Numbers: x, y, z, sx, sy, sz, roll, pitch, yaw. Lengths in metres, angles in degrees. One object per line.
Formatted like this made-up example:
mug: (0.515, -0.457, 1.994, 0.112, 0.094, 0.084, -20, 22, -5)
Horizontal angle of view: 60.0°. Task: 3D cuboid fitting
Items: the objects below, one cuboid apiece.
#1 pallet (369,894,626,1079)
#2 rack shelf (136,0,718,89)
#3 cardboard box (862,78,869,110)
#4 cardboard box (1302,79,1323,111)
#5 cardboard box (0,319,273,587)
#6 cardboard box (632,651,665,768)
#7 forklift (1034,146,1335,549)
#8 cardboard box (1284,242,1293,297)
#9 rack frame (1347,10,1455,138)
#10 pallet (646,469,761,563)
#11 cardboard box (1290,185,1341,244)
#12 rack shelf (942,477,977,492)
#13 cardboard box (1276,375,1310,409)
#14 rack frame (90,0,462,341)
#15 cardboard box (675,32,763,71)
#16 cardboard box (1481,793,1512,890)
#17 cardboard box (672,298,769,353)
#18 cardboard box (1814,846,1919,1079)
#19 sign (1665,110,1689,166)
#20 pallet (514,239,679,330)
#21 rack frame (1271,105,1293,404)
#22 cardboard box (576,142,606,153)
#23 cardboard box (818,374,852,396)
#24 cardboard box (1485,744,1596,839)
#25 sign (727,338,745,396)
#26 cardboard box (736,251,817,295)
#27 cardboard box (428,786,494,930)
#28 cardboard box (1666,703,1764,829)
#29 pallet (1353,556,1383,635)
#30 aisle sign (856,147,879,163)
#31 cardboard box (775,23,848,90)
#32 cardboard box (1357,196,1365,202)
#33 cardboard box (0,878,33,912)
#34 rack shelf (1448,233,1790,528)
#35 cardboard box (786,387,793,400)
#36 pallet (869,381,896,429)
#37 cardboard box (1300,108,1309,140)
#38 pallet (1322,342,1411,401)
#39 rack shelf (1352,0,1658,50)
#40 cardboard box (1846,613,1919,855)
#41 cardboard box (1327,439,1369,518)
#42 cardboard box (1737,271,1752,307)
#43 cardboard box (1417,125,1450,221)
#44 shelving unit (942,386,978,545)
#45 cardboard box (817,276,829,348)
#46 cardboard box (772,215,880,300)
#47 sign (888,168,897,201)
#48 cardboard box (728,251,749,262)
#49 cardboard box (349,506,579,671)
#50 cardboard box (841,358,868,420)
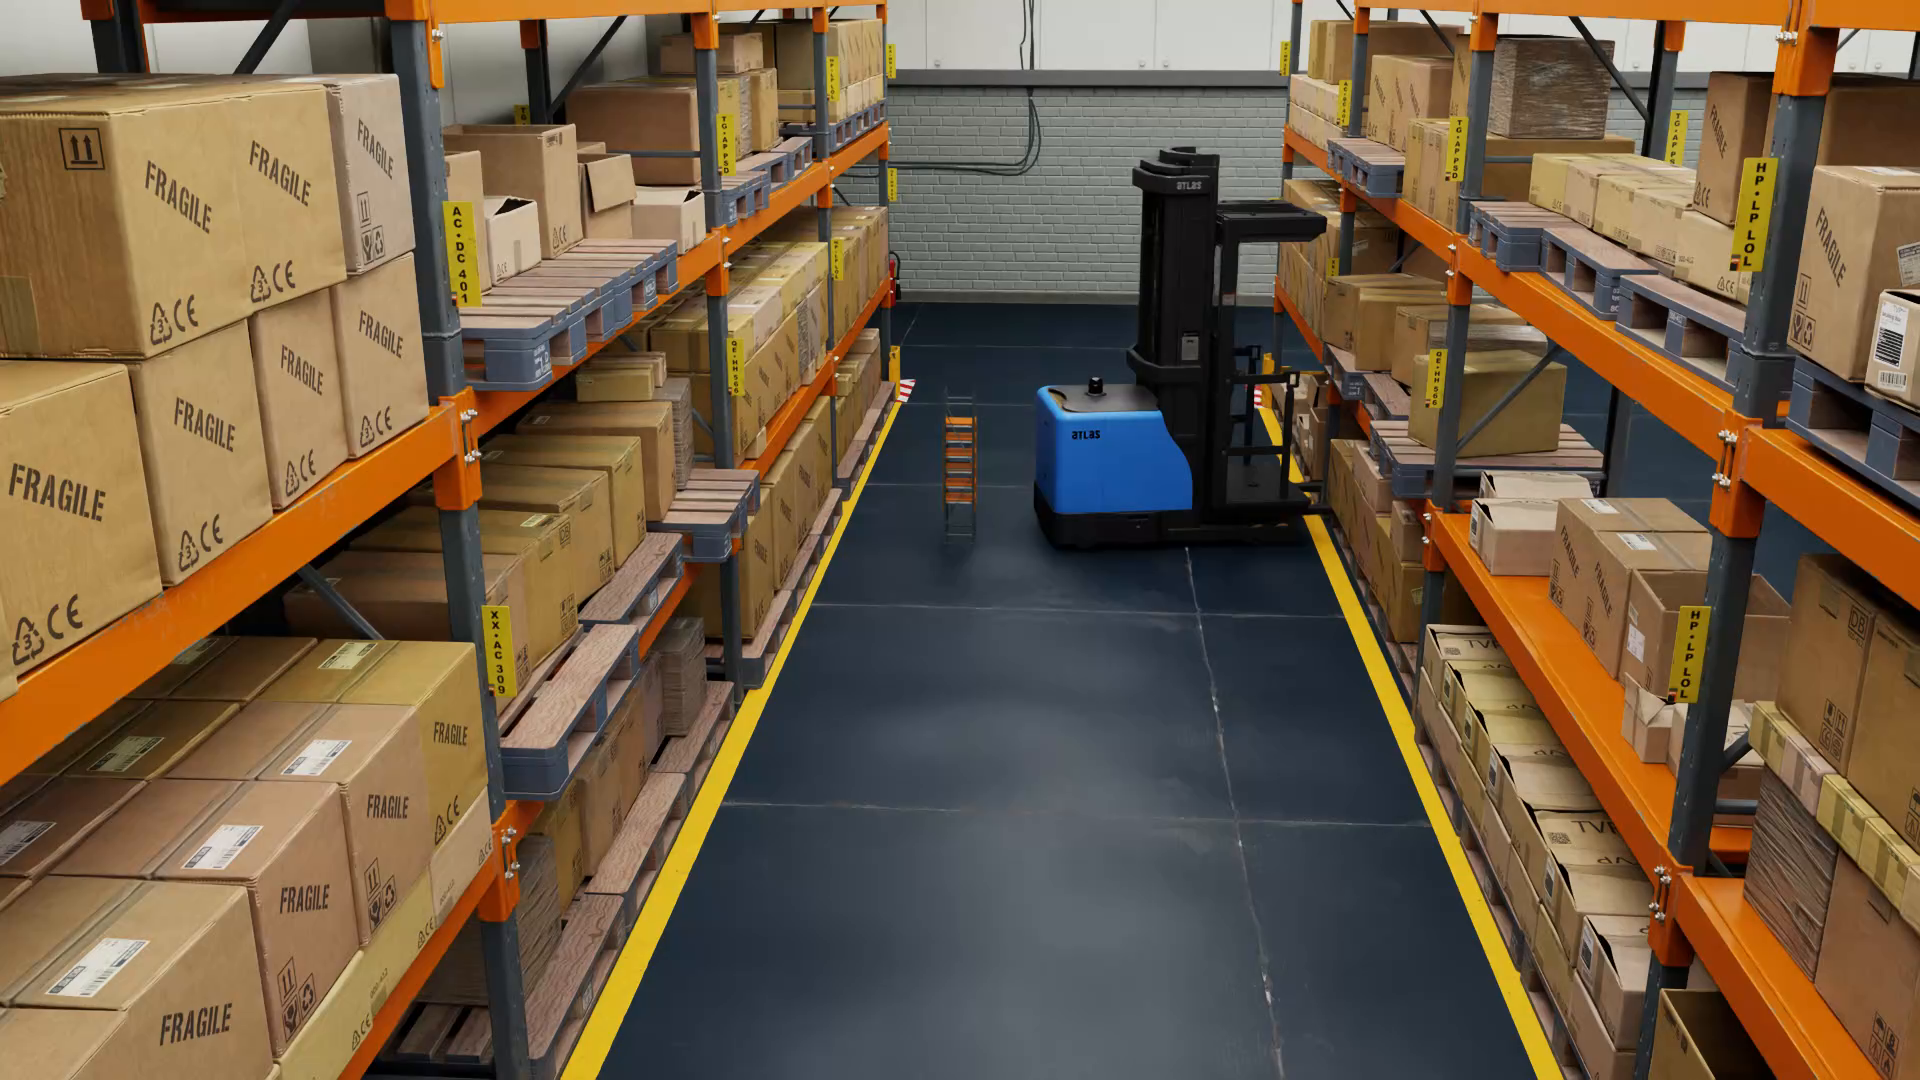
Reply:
pallet: (-2.035, 1.859, 6.909, 1.003, 0.211, 1.213, 1, 18, 4)
rack shelf: (-1.946, -2.164, 6.873, 1.077, 0.370, 4.000, 1, 18, 4)
cardboard box: (-1.085, -3.995, 14.887, 0.500, 0.250, 0.500, 1, 18, 2)
cardboard box: (3.344, -3.969, 14.839, 0.500, 0.250, 0.500, 1, 18, 4)
cardboard box: (-1.930, -0.214, 3.750, 0.500, 0.500, 0.500, 1, 18, 2)
cardboard box: (-1.955, 0.895, 8.683, 0.700, 0.500, 0.500, 1, 18, 4)
forklift: (2.151, -1.507, 12.814, 3.031, 2.935, 1.130, -2, 18, -7)
cardboard box: (3.386, -2.597, 15.870, 0.500, 0.500, 0.500, 1, 18, 3)
rack frame: (3.426, -4.450, 12.052, 1.000, 3.000, 0.127, 1, 18, 4)
pallet: (-1.747, -0.151, 8.876, 1.213, 0.211, 1.003, 1, 18, 4)
cardboard box: (3.388, -3.070, 15.707, 0.500, 0.500, 0.500, 1, 18, 4)
rack shelf: (-0.001, -0.409, 12.774, 0.258, 0.103, 0.180, 1, 18, 4)
cardboard box: (3.355, -1.426, 16.167, 0.500, 0.250, 0.500, 1, 18, 4)
rack frame: (-2.089, -2.075, 4.803, 1.000, 3.000, 0.127, 1, 18, 4)
cardboard box: (-1.709, -3.476, 11.827, 0.500, 0.250, 0.500, 3, 18, 8)
cardboard box: (2.705, 1.383, 7.625, 0.500, 0.250, 0.500, 2, 18, 5)
cardboard box: (-1.475, -1.323, 10.269, 0.500, 0.250, 0.500, 1, 18, 3)
cardboard box: (2.795, 1.140, 4.466, 0.700, 0.500, 0.500, 1, 18, 3)
sign: (3.692, -2.051, 8.589, 0.100, 0.325, 0.005, 1, 18, 4)
pallet: (-1.867, -1.072, 6.860, 1.213, 0.211, 1.003, 1, 18, 4)
rack frame: (3.712, -2.841, 16.777, 1.000, 3.000, 0.127, 1, 18, 4)
cardboard box: (-2.083, -1.730, 8.376, 0.500, 0.500, 0.500, 1, 18, 4)
cardboard box: (-1.153, -1.361, 14.557, 0.380, 0.149, 0.250, 2, 18, 6)
cardboard box: (2.704, 1.121, 7.525, 0.500, 0.311, 0.500, 1, 18, 3)
sign: (-1.260, -0.970, 9.332, 0.100, 0.325, 0.005, 1, 18, 4)
cardboard box: (-1.340, -1.954, 12.194, 0.500, 0.250, 0.500, 2, 18, 5)
cardboard box: (-1.821, 0.992, 5.288, 0.500, 0.250, 0.500, 1, 18, 4)
cardboard box: (2.844, 0.803, 5.896, 0.500, 0.250, 0.500, 2, 18, 7)
pallet: (3.320, 0.359, 11.487, 1.003, 0.211, 1.213, 1, 18, 4)
aisle sign: (-0.924, -4.202, 16.754, 0.394, 0.787, 0.004, 1, 18, 4)
cardboard box: (-1.185, -3.881, 13.335, 0.500, 0.500, 0.500, 1, 18, 3)
cardboard box: (3.887, -2.902, 15.195, 0.500, 0.500, 0.500, 2, 18, 5)
cardboard box: (-2.439, 1.100, 3.755, 0.500, 0.500, 0.500, 2, 18, 5)
rack shelf: (2.996, -0.819, 6.944, 1.077, 0.370, 4.000, 1, 18, 4)
cardboard box: (-1.392, -1.094, 11.815, 0.380, 0.149, 0.250, 1, 18, 2)
pallet: (-1.208, -1.376, 16.782, 1.003, 0.211, 1.213, 1, 18, 4)
cardboard box: (3.339, -3.731, 14.917, 0.500, 0.250, 0.500, 1, 18, 4)
pallet: (3.260, -1.262, 12.266, 1.003, 0.211, 1.213, 1, 18, 4)
rack shelf: (3.282, -3.297, 10.330, 1.077, 0.370, 4.000, 1, 18, 4)
cardboard box: (2.792, 0.516, 4.286, 0.700, 0.500, 0.500, 1, 18, 4)
cardboard box: (3.148, -0.475, 12.865, 0.500, 0.500, 0.500, 0, 18, 1)
cardboard box: (2.906, -0.859, 5.477, 0.500, 0.250, 0.500, 3, 18, 10)
cardboard box: (3.173, -2.124, 9.611, 0.910, 0.500, 0.500, 1, 18, 4)
shelving unit: (-0.001, -0.566, 12.722, 0.258, 1.200, 0.189, 1, 18, 4)
cardboard box: (-1.297, -1.758, 12.800, 0.500, 0.500, 0.500, 1, 18, 3)
cardboard box: (-1.296, -2.709, 15.890, 0.980, 0.700, 0.700, 1, 18, 3)
sign: (-0.689, -3.597, 16.844, 0.100, 0.325, 0.005, 1, 18, 4)
cardboard box: (-1.839, -1.964, 12.224, 0.500, 0.250, 0.500, 1, 18, 5)
cardboard box: (-1.971, 0.189, 6.662, 0.700, 0.500, 0.500, 3, 18, 10)
cardboard box: (-1.250, -1.431, 15.814, 0.700, 0.500, 0.500, 1, 18, 2)
